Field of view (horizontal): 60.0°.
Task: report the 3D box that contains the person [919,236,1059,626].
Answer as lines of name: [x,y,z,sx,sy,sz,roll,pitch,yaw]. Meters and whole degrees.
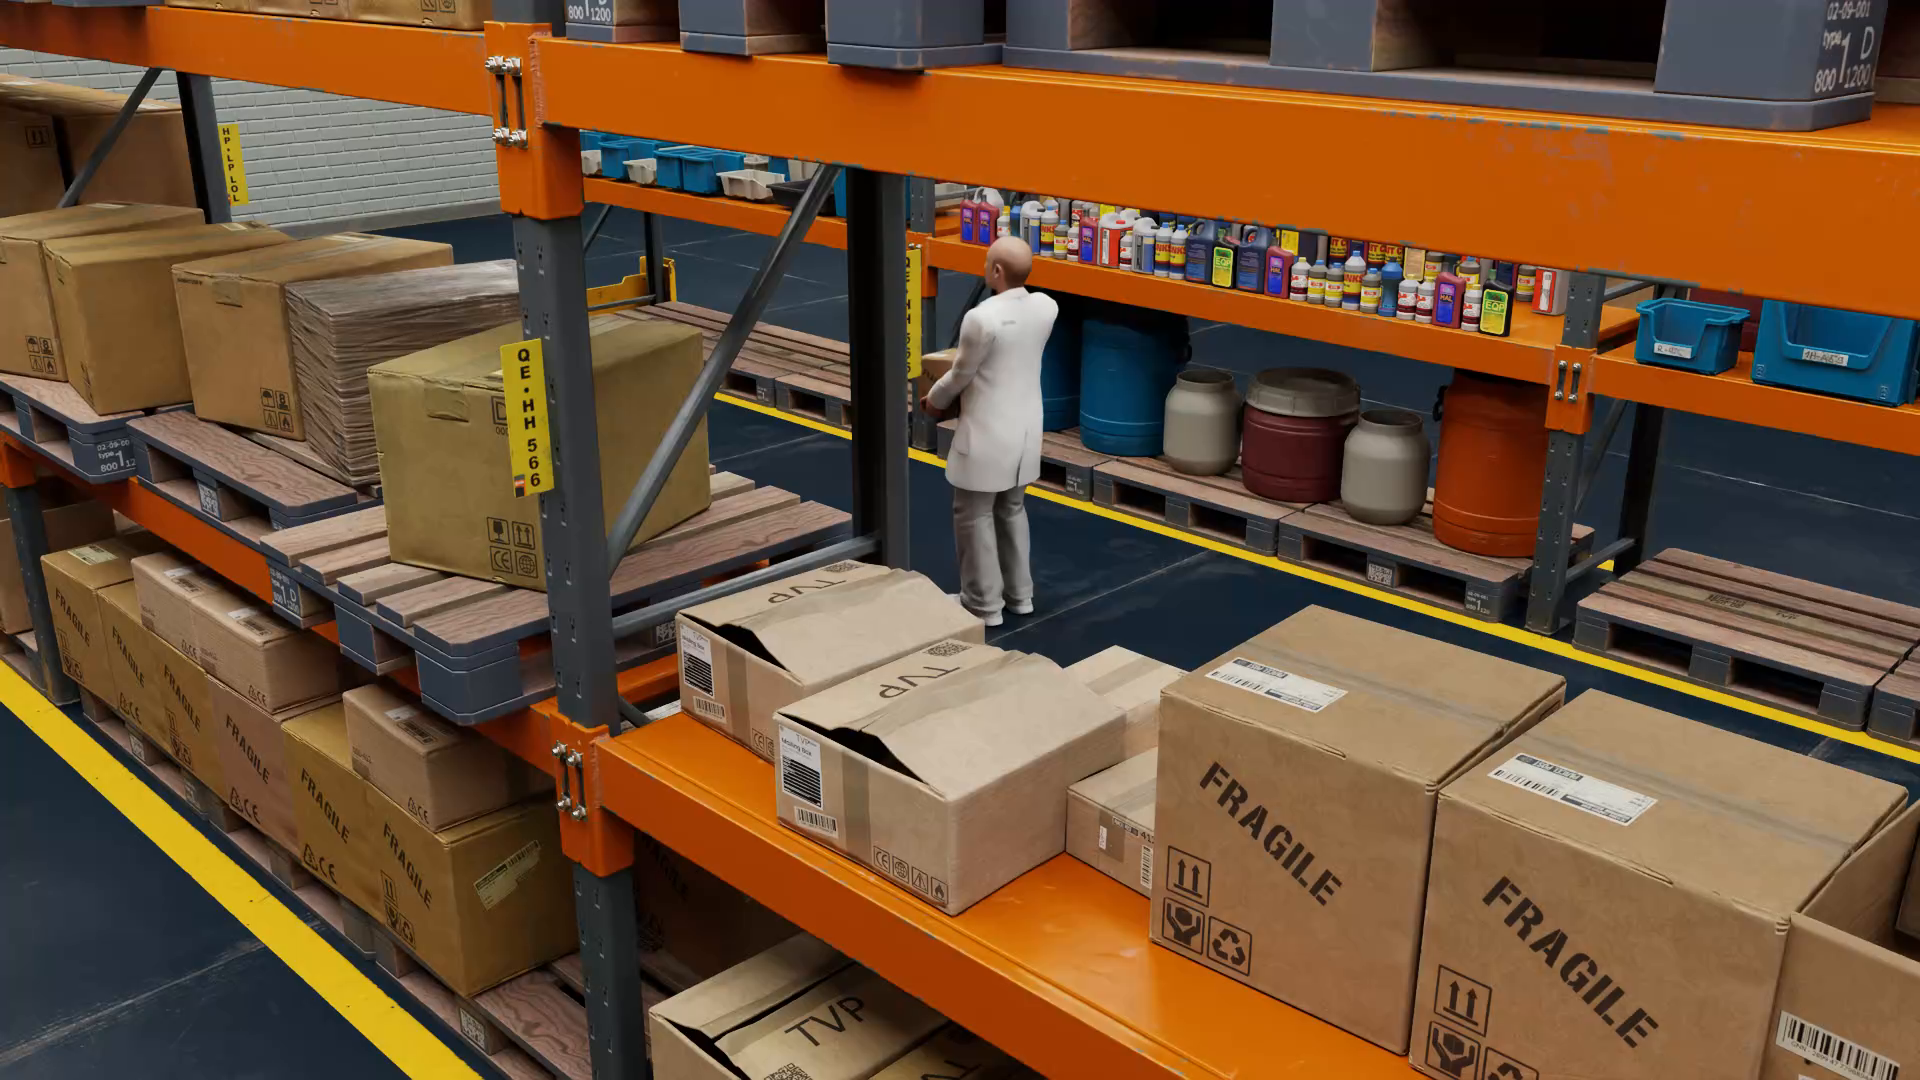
person: [0.102,-0.500,7.461,0.528,1.771,0.563,-19,27,-41]
